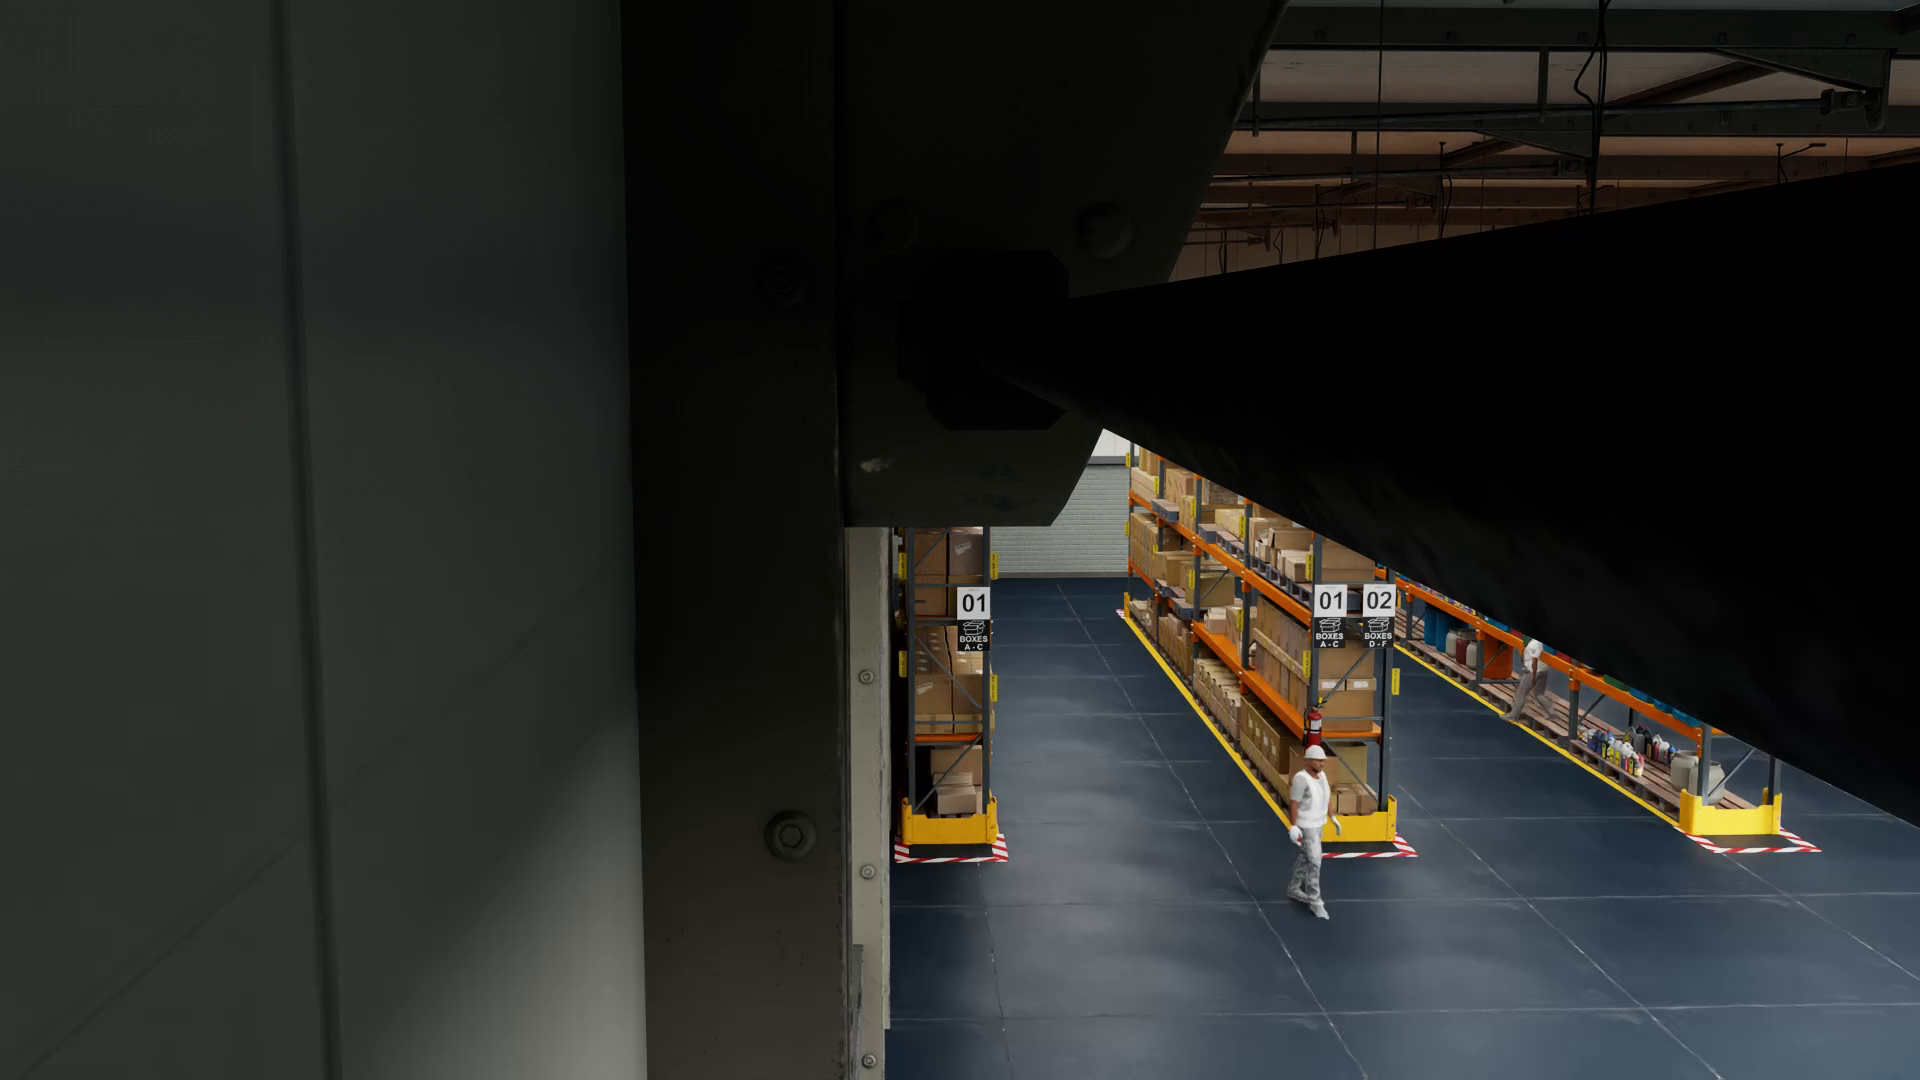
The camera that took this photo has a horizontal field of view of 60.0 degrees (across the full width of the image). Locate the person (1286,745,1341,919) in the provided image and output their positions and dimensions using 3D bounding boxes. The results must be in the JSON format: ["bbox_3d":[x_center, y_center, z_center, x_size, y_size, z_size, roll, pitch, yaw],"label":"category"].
[{"bbox_3d":[3.867,3.153,18.156,0.642,1.838,0.576,5,9,36],"label":"person"}]

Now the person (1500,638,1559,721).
[{"bbox_3d":[9.028,2.077,26.183,0.454,1.634,0.914,-4,8,-29],"label":"person"}]
